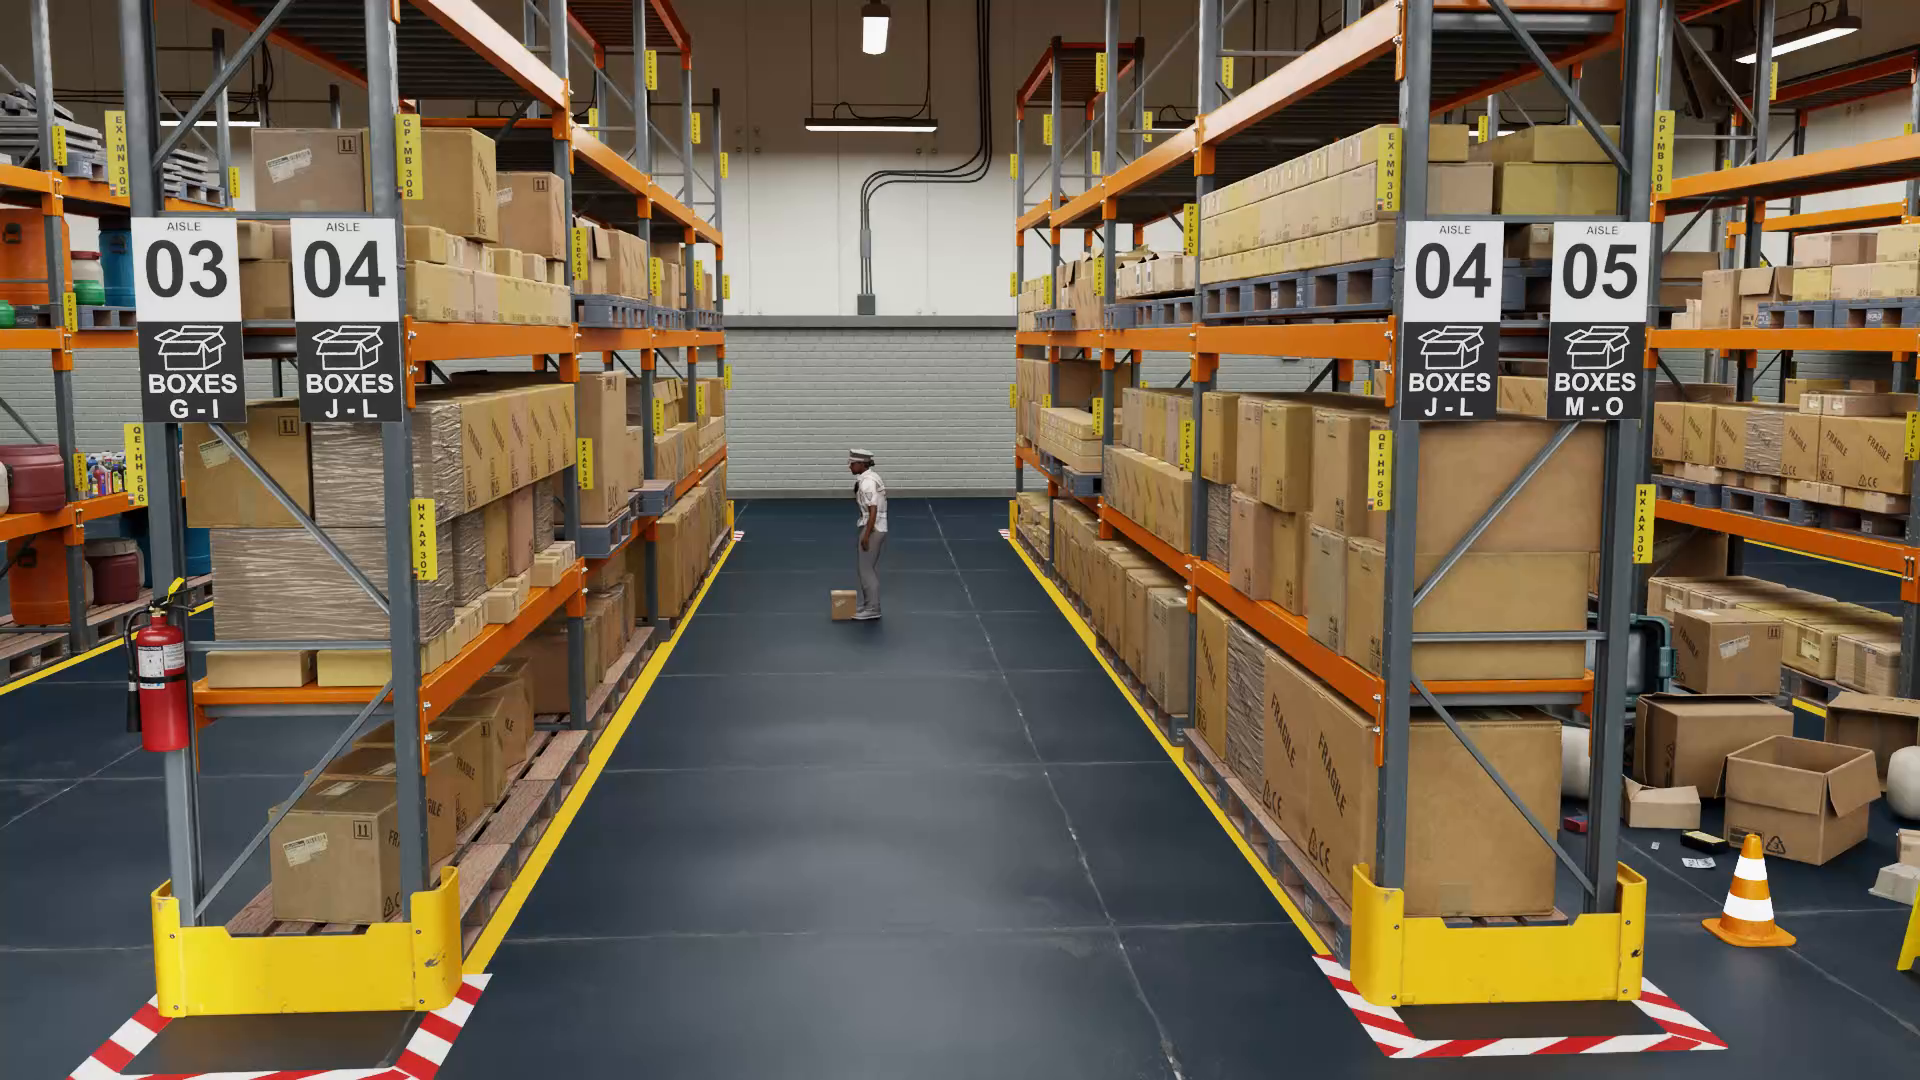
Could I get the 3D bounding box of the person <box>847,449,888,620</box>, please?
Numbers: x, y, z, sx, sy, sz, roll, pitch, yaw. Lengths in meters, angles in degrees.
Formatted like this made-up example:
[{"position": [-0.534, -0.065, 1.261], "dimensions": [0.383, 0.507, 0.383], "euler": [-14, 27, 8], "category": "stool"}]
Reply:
[{"position": [-0.907, -0.066, 16.275], "dimensions": [0.391, 1.664, 0.531], "euler": [-1, 7, -7], "category": "person"}]
